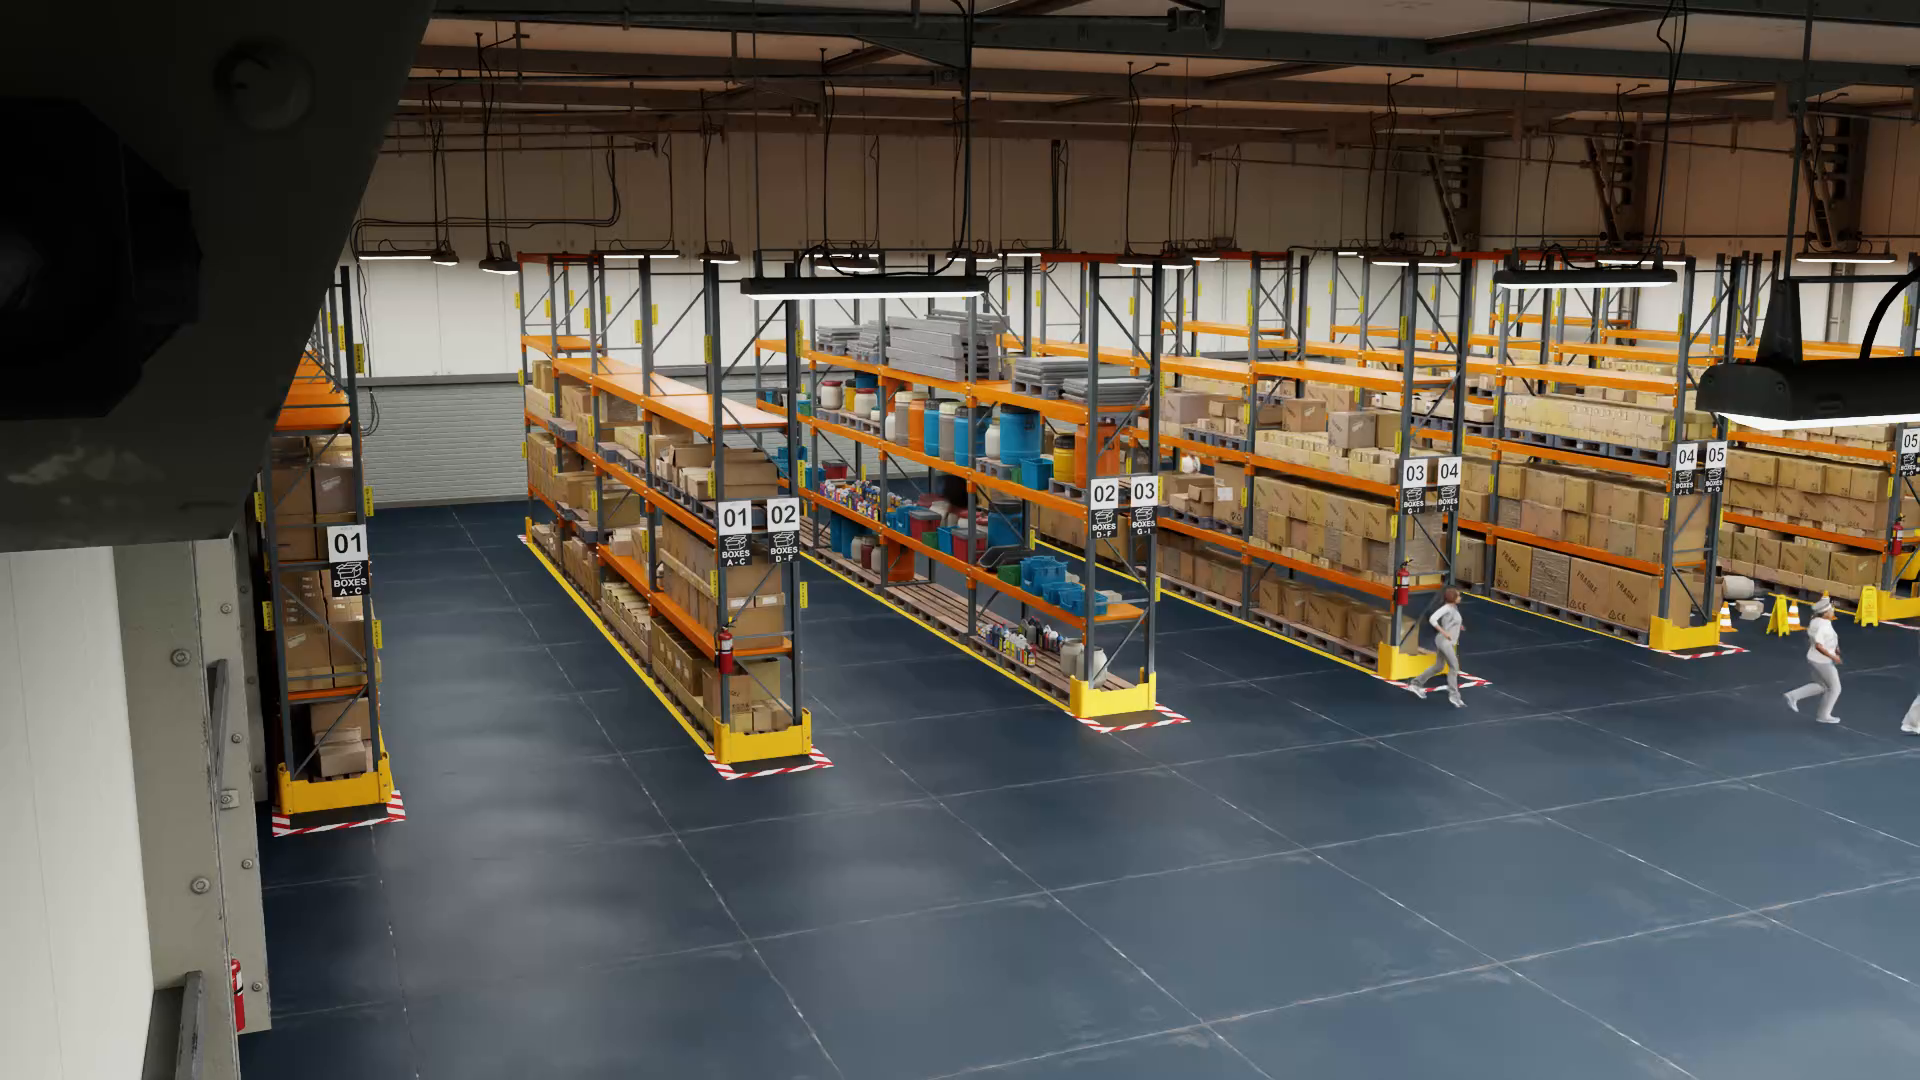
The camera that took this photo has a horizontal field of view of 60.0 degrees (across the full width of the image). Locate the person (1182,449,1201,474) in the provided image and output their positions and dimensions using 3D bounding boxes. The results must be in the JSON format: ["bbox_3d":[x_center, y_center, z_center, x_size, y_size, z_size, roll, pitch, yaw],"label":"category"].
[{"bbox_3d":[5.037,-1.153,36.279,0.693,1.816,0.897,-4,11,-22],"label":"person"}]

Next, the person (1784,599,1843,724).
[{"bbox_3d":[11.250,1.579,21.801,0.678,1.654,0.579,2,11,11],"label":"person"}]

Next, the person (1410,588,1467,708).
[{"bbox_3d":[6.627,1.445,22.804,0.776,1.616,0.540,5,11,24],"label":"person"}]

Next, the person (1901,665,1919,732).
[{"bbox_3d":[12.434,1.678,21.199,0.649,1.640,0.537,2,11,9],"label":"person"}]
